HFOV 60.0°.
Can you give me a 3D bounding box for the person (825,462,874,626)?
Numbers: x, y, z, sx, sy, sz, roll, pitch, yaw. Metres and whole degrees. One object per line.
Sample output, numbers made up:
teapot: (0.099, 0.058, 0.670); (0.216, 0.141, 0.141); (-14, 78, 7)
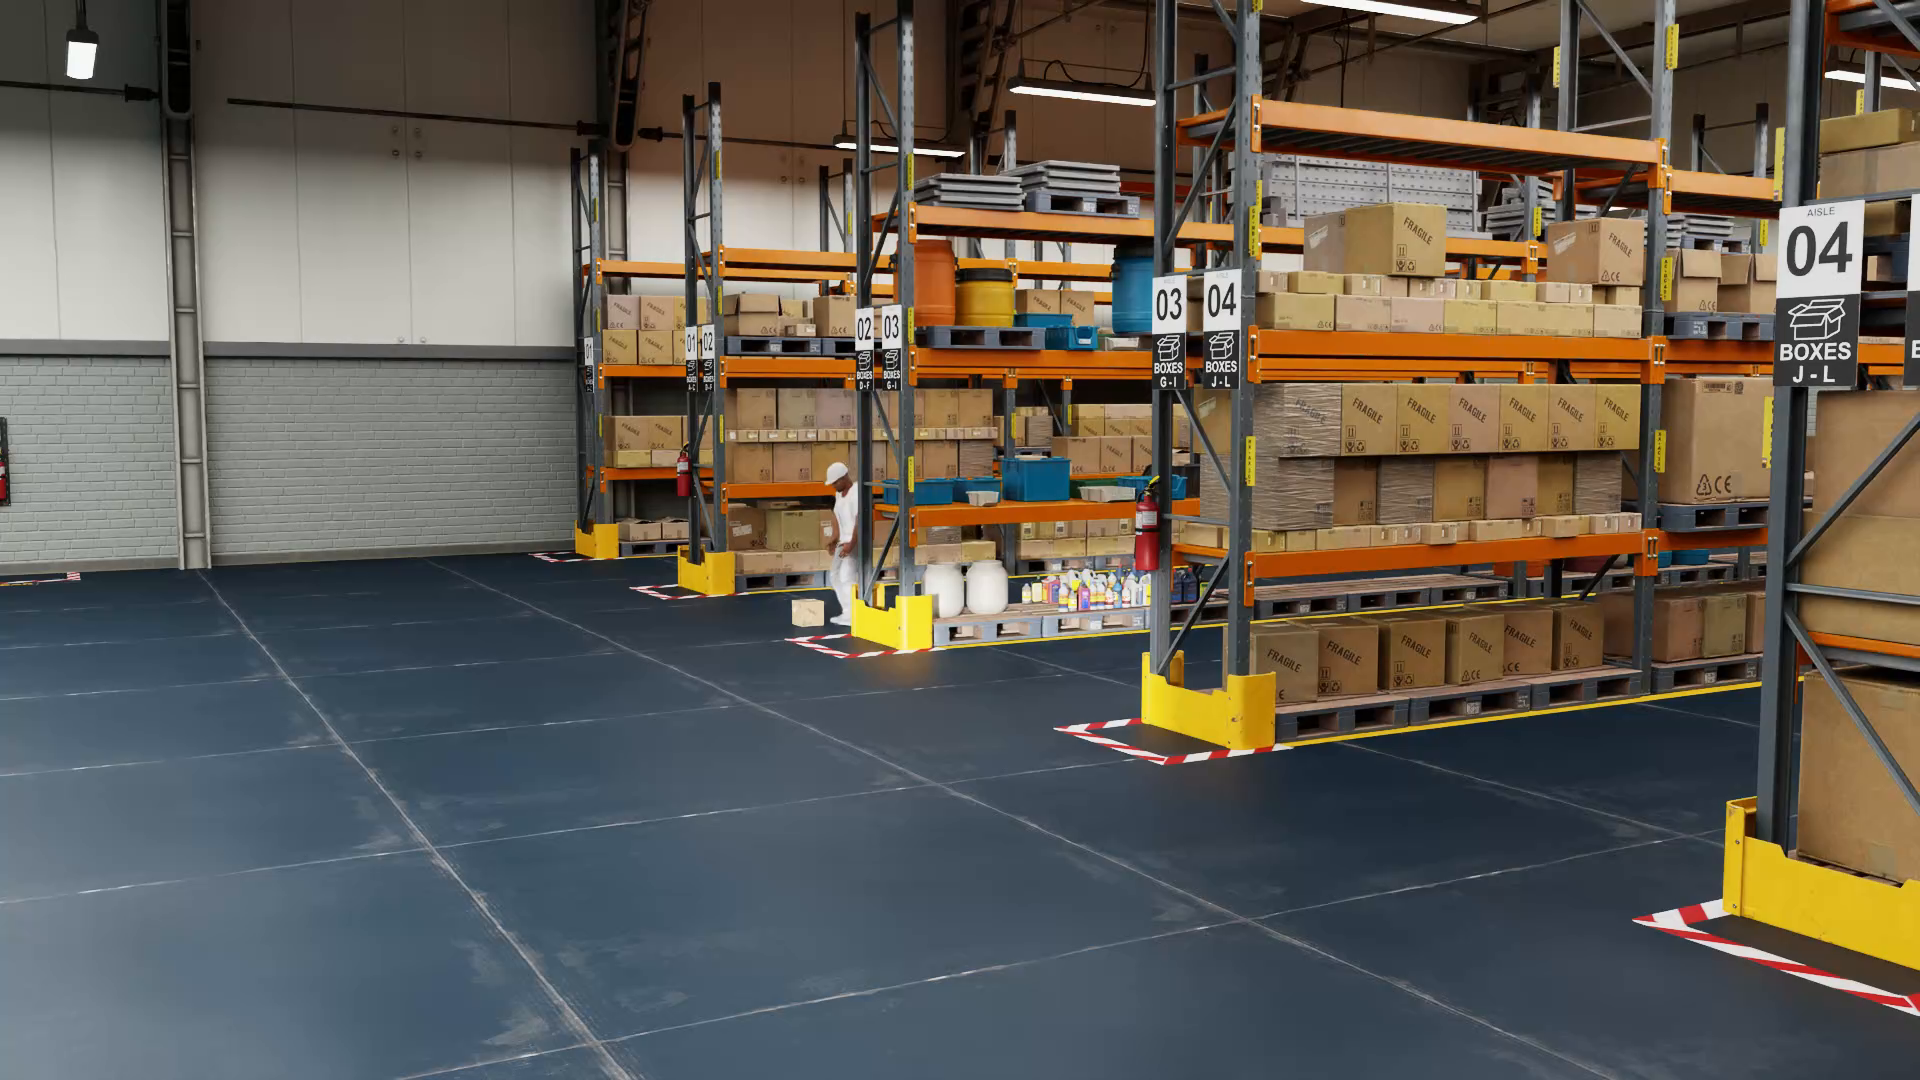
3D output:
person: (-1.152, 0.036, 17.208); (0.511, 1.683, 0.602); (-3, 6, -27)
